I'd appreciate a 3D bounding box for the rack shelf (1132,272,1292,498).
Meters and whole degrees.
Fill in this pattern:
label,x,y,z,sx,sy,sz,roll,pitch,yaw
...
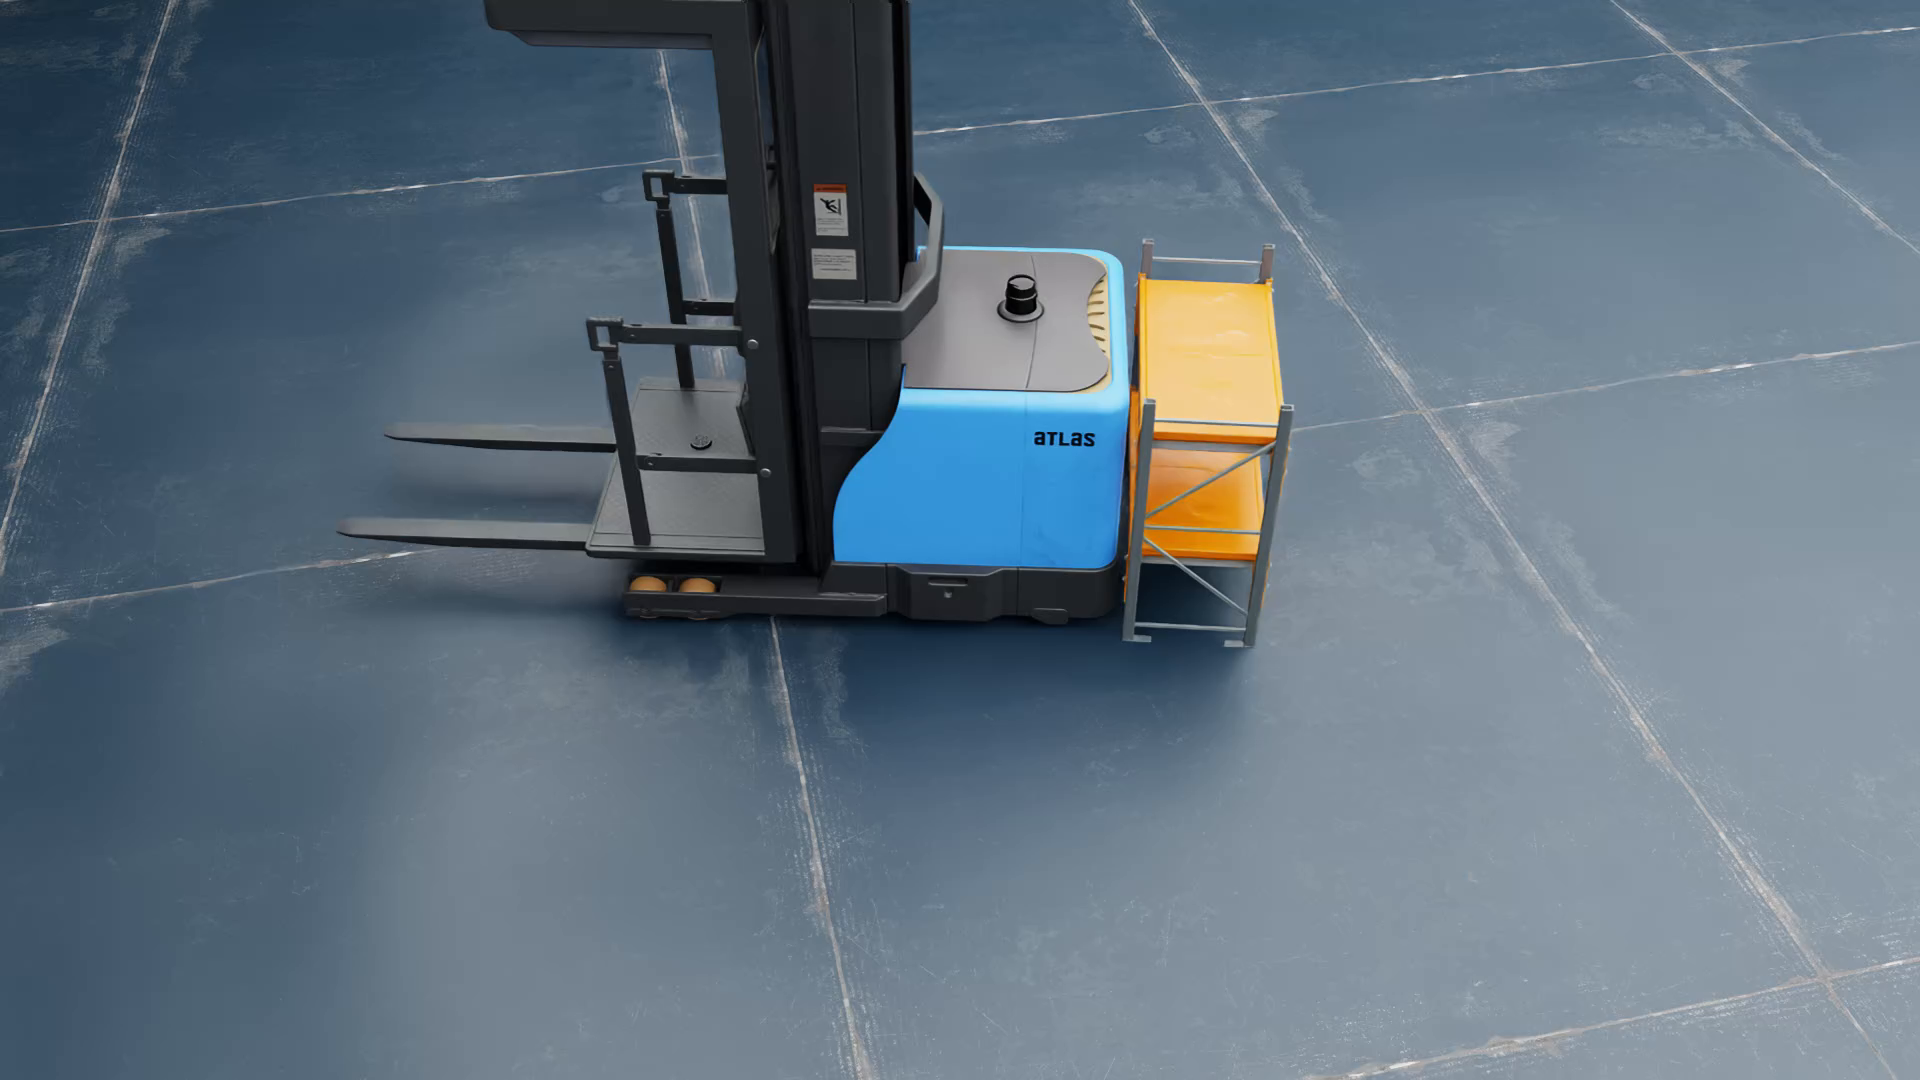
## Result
label,x,y,z,sx,sy,sz,roll,pitch,yaw
rack shelf,0.906,-0.589,6.125,0.538,0.278,1.000,3,42,3

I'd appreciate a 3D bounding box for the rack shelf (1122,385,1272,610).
label,x,y,z,sx,sy,sz,roll,pitch,yaw
rack shelf,0.906,-0.187,6.482,0.538,0.278,1.000,3,42,3

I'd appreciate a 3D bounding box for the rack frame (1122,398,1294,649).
label,x,y,z,sx,sy,sz,roll,pitch,yaw
rack frame,0.866,-0.034,5.940,0.500,1.125,0.032,3,42,3

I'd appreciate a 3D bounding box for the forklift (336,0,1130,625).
label,x,y,z,sx,sy,sz,roll,pitch,yaw
forklift,-0.895,-1.137,5.823,3.031,2.935,1.130,2,42,2

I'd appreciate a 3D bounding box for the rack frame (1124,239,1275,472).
label,x,y,z,sx,sy,sz,roll,pitch,yaw
rack frame,0.946,-0.706,6.698,0.500,1.125,0.032,3,42,3

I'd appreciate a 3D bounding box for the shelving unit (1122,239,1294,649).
label,x,y,z,sx,sy,sz,roll,pitch,yaw
shelving unit,0.906,-0.370,6.319,0.538,1.125,1.048,3,42,3
